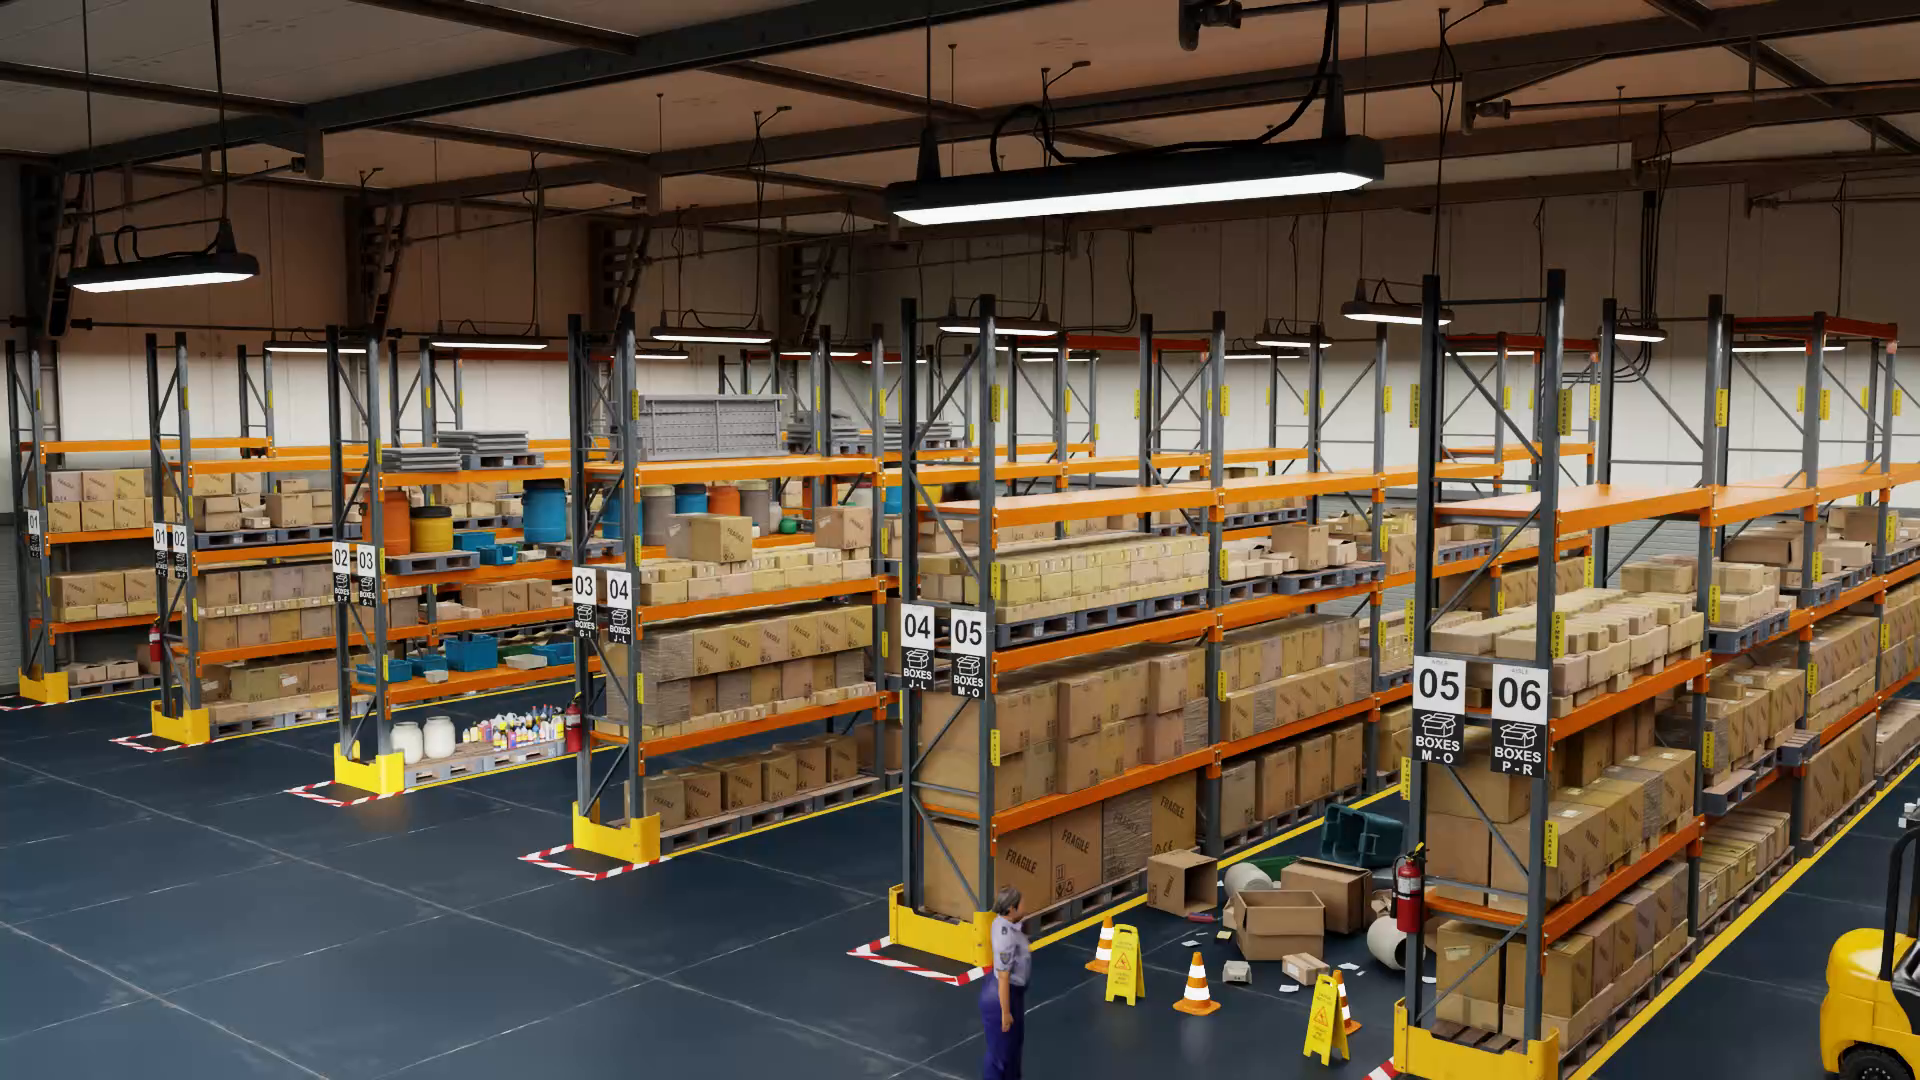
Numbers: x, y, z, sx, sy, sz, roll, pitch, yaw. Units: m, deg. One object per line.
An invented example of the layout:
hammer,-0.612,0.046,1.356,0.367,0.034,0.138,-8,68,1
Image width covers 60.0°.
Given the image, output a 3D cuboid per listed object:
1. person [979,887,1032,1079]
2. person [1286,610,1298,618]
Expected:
person,0.358,3.282,11.825,0.436,1.664,0.500,1,5,6
person,5.515,1.941,27.339,0.544,1.589,0.648,5,7,42
